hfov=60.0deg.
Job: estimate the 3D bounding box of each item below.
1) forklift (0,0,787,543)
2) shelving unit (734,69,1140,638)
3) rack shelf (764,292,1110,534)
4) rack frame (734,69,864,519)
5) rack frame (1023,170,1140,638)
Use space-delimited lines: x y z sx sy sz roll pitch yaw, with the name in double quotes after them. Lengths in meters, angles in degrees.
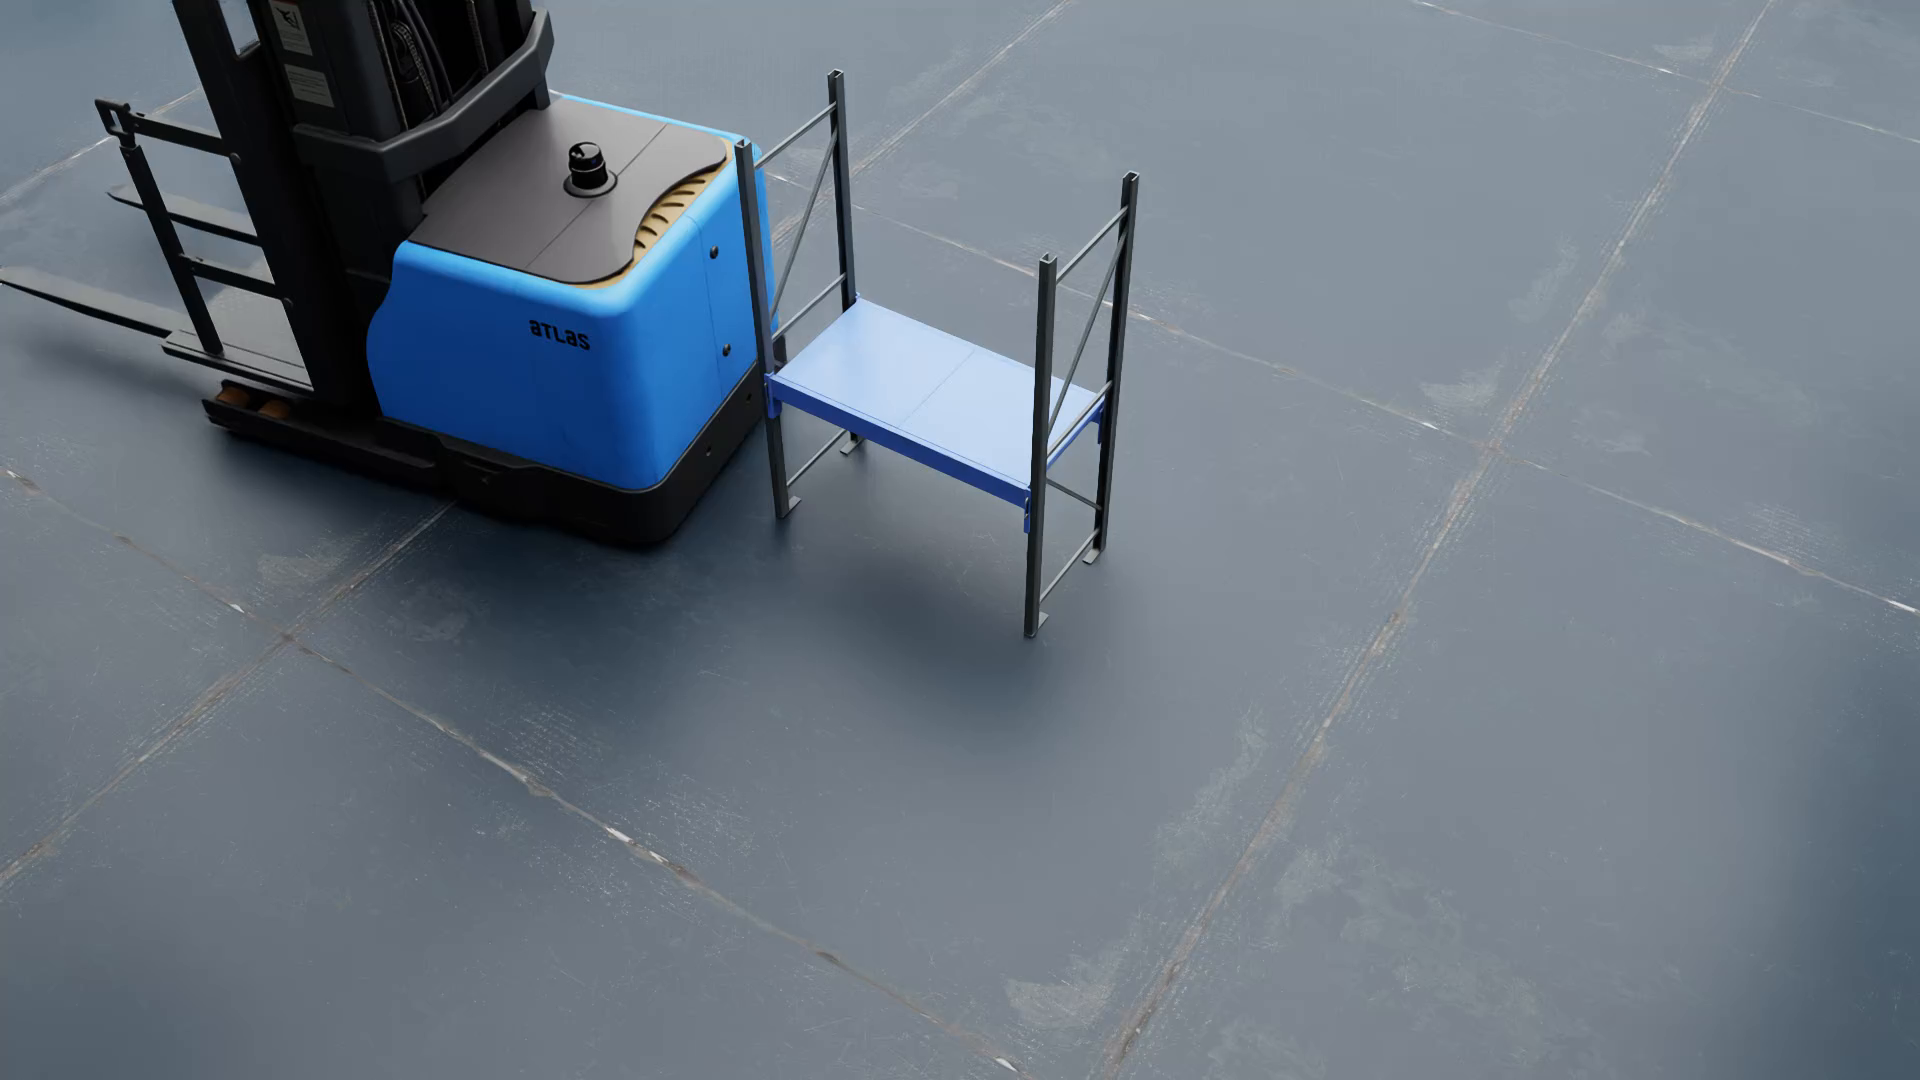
-2.213 -1.698 5.356 3.031 2.935 1.130 17 48 15 "forklift"
-0.072 -0.556 5.244 1.048 1.500 0.538 25 51 22 "shelving unit"
-0.072 -0.430 5.373 1.000 0.185 0.538 25 51 22 "rack shelf"
-0.500 -0.753 5.435 0.032 1.500 0.500 25 51 22 "rack frame"
0.356 -0.359 5.053 0.032 1.500 0.500 25 51 22 "rack frame"
